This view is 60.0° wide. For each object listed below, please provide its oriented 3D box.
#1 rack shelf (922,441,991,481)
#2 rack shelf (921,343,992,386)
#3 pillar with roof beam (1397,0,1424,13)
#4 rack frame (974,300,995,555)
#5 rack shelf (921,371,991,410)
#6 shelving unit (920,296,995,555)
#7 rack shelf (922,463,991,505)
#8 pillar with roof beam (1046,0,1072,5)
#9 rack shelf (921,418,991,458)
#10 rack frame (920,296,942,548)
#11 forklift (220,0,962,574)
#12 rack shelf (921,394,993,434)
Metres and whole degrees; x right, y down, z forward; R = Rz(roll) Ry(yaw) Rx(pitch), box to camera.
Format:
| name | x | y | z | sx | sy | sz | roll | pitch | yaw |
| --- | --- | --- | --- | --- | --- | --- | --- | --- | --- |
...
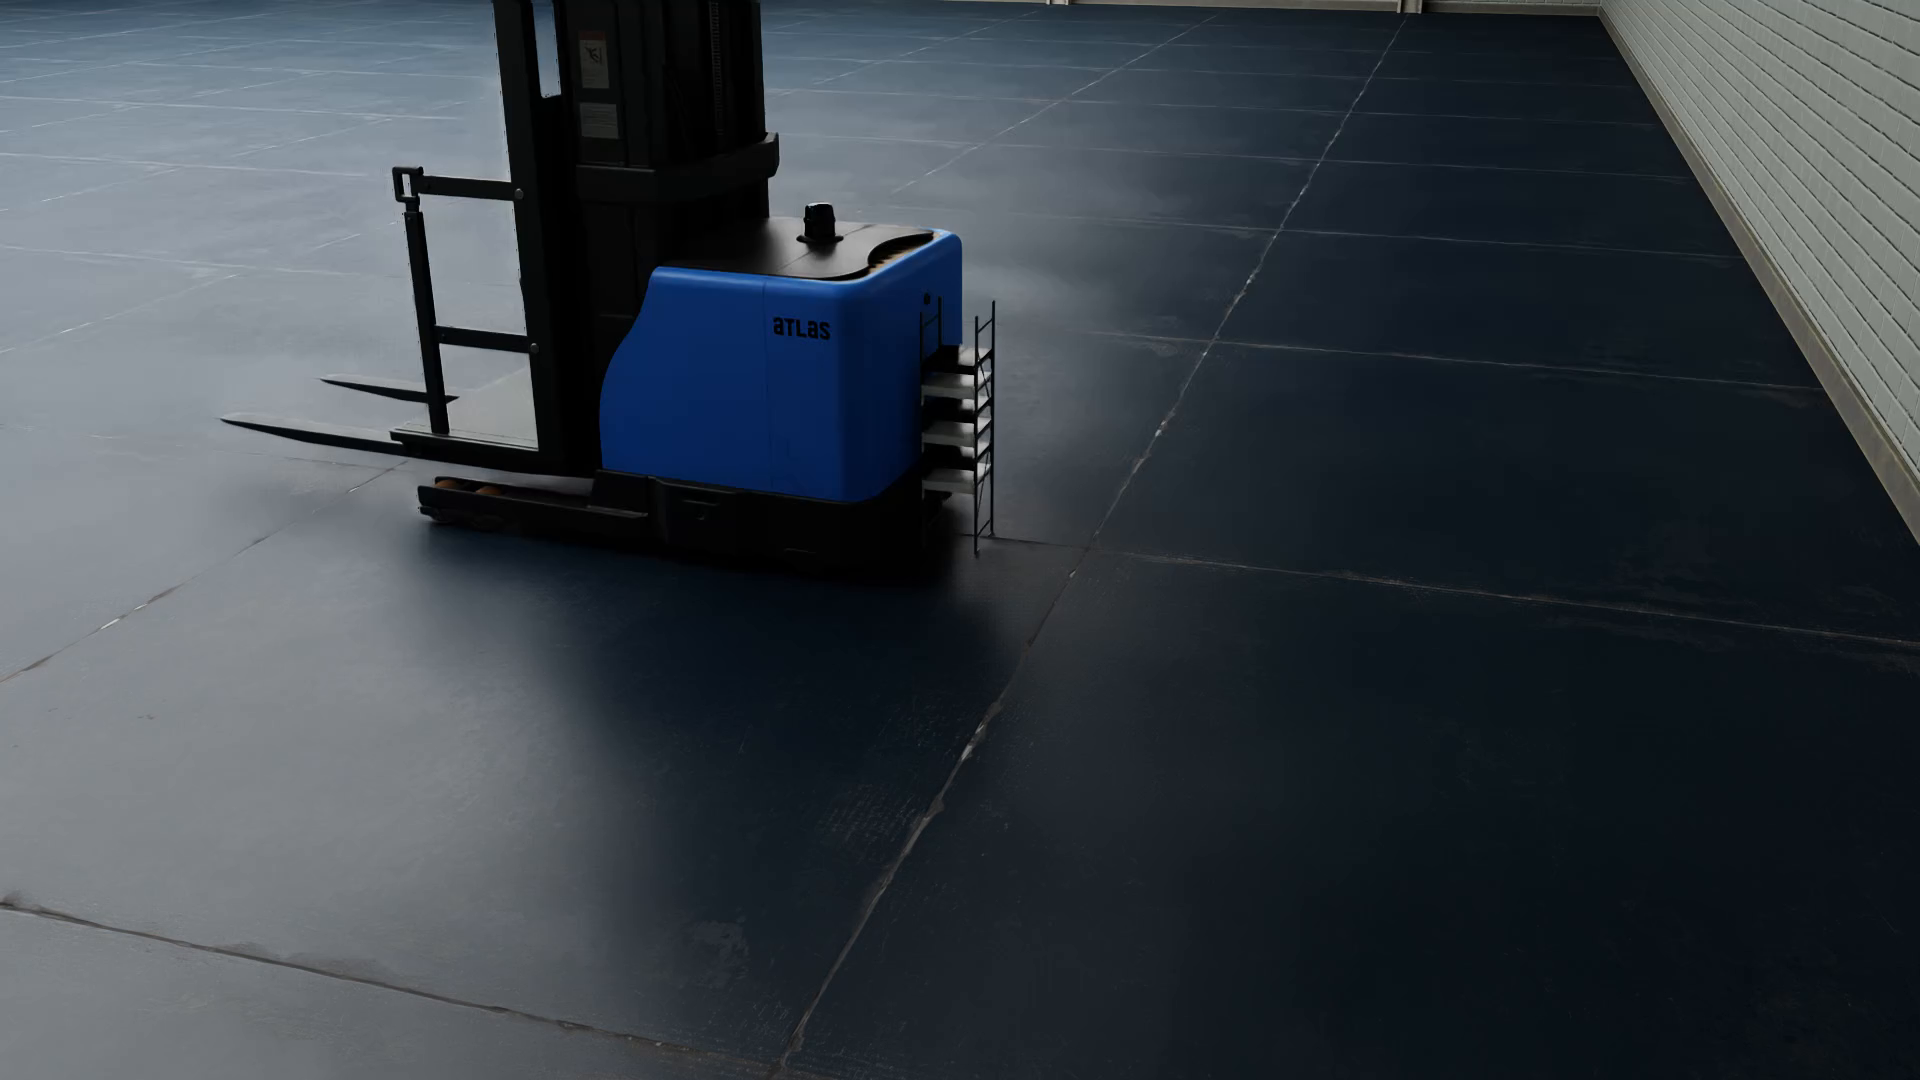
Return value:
| name | x | y | z | sx | sy | sz | roll | pitch | yaw |
| --- | --- | --- | --- | --- | --- | --- | --- | --- | --- |
| rack shelf | -0.008 | -0.303 | 6.148 | 0.200 | 0.077 | 0.258 | 7 | 23 | 16 |
| rack shelf | -0.008 | -0.636 | 6.012 | 0.200 | 0.077 | 0.258 | 7 | 23 | 16 |
| pillar with roof beam | 6.255 | -11.401 | 22.208 | 0.400 | 9.000 | 9.100 | 7 | 23 | 16 |
| rack frame | 0.090 | -0.406 | 6.074 | 0.006 | 0.900 | 0.240 | 7 | 23 | 16 |
| rack shelf | -0.008 | -0.553 | 6.046 | 0.200 | 0.077 | 0.258 | 7 | 23 | 16 |
| shelving unit | -0.008 | -0.417 | 6.101 | 0.210 | 0.900 | 0.258 | 7 | 23 | 16 |
| rack shelf | -0.008 | -0.220 | 6.182 | 0.200 | 0.077 | 0.258 | 7 | 23 | 16 |
| pillar with roof beam | 0.511 | -12.059 | 23.811 | 0.400 | 9.000 | 9.100 | 7 | 23 | 16 |
| rack shelf | -0.008 | -0.386 | 6.114 | 0.200 | 0.077 | 0.258 | 7 | 23 | 16 |
| rack frame | -0.105 | -0.428 | 6.129 | 0.006 | 0.900 | 0.240 | 7 | 23 | 16 |
| forklift | -1.548 | -1.570 | 6.234 | 3.031 | 2.935 | 1.130 | 8 | 24 | 19 |
| rack shelf | -0.008 | -0.470 | 6.080 | 0.200 | 0.077 | 0.258 | 7 | 23 | 16 |
